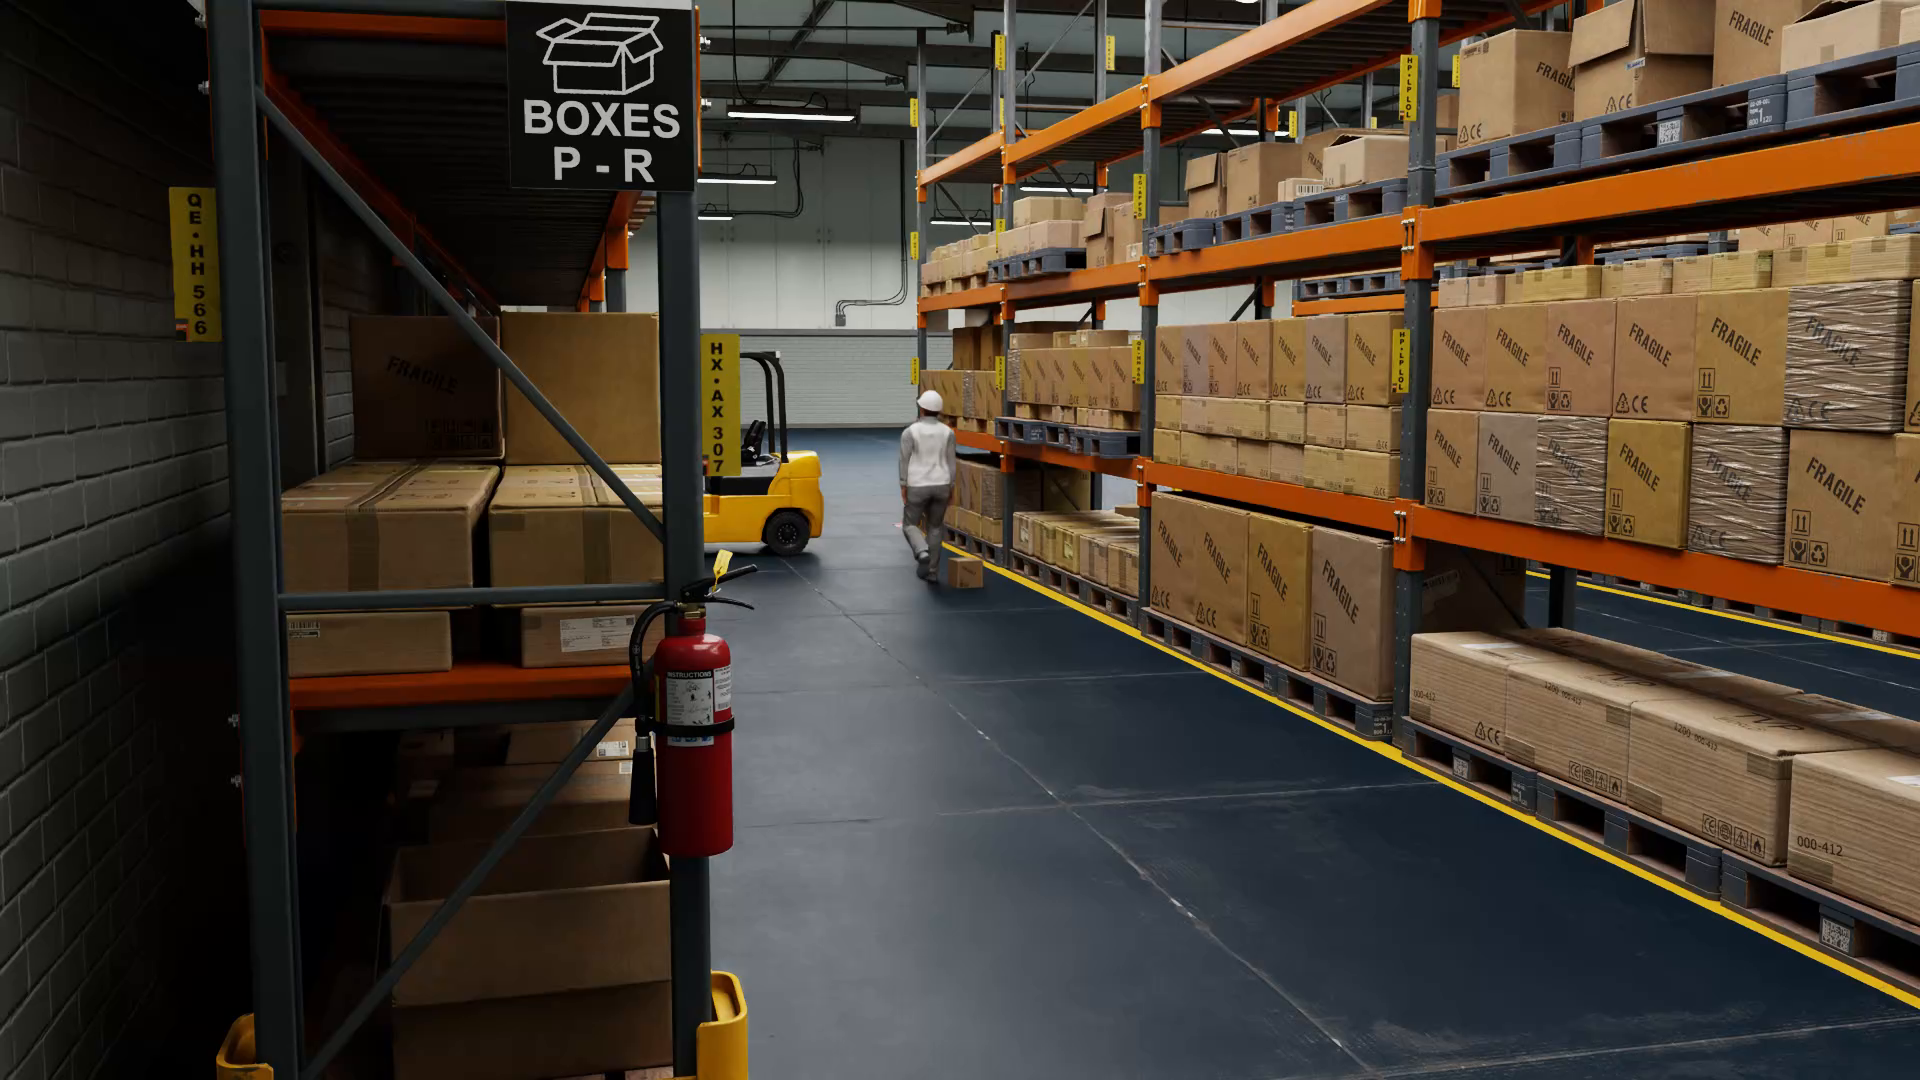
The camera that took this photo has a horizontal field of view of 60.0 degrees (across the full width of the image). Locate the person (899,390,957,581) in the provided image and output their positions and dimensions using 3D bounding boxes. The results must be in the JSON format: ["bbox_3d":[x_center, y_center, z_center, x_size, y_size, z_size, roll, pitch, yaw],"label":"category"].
[{"bbox_3d":[-0.299,-0.490,15.255,0.541,1.759,0.625,-1,6,-14],"label":"person"}]
